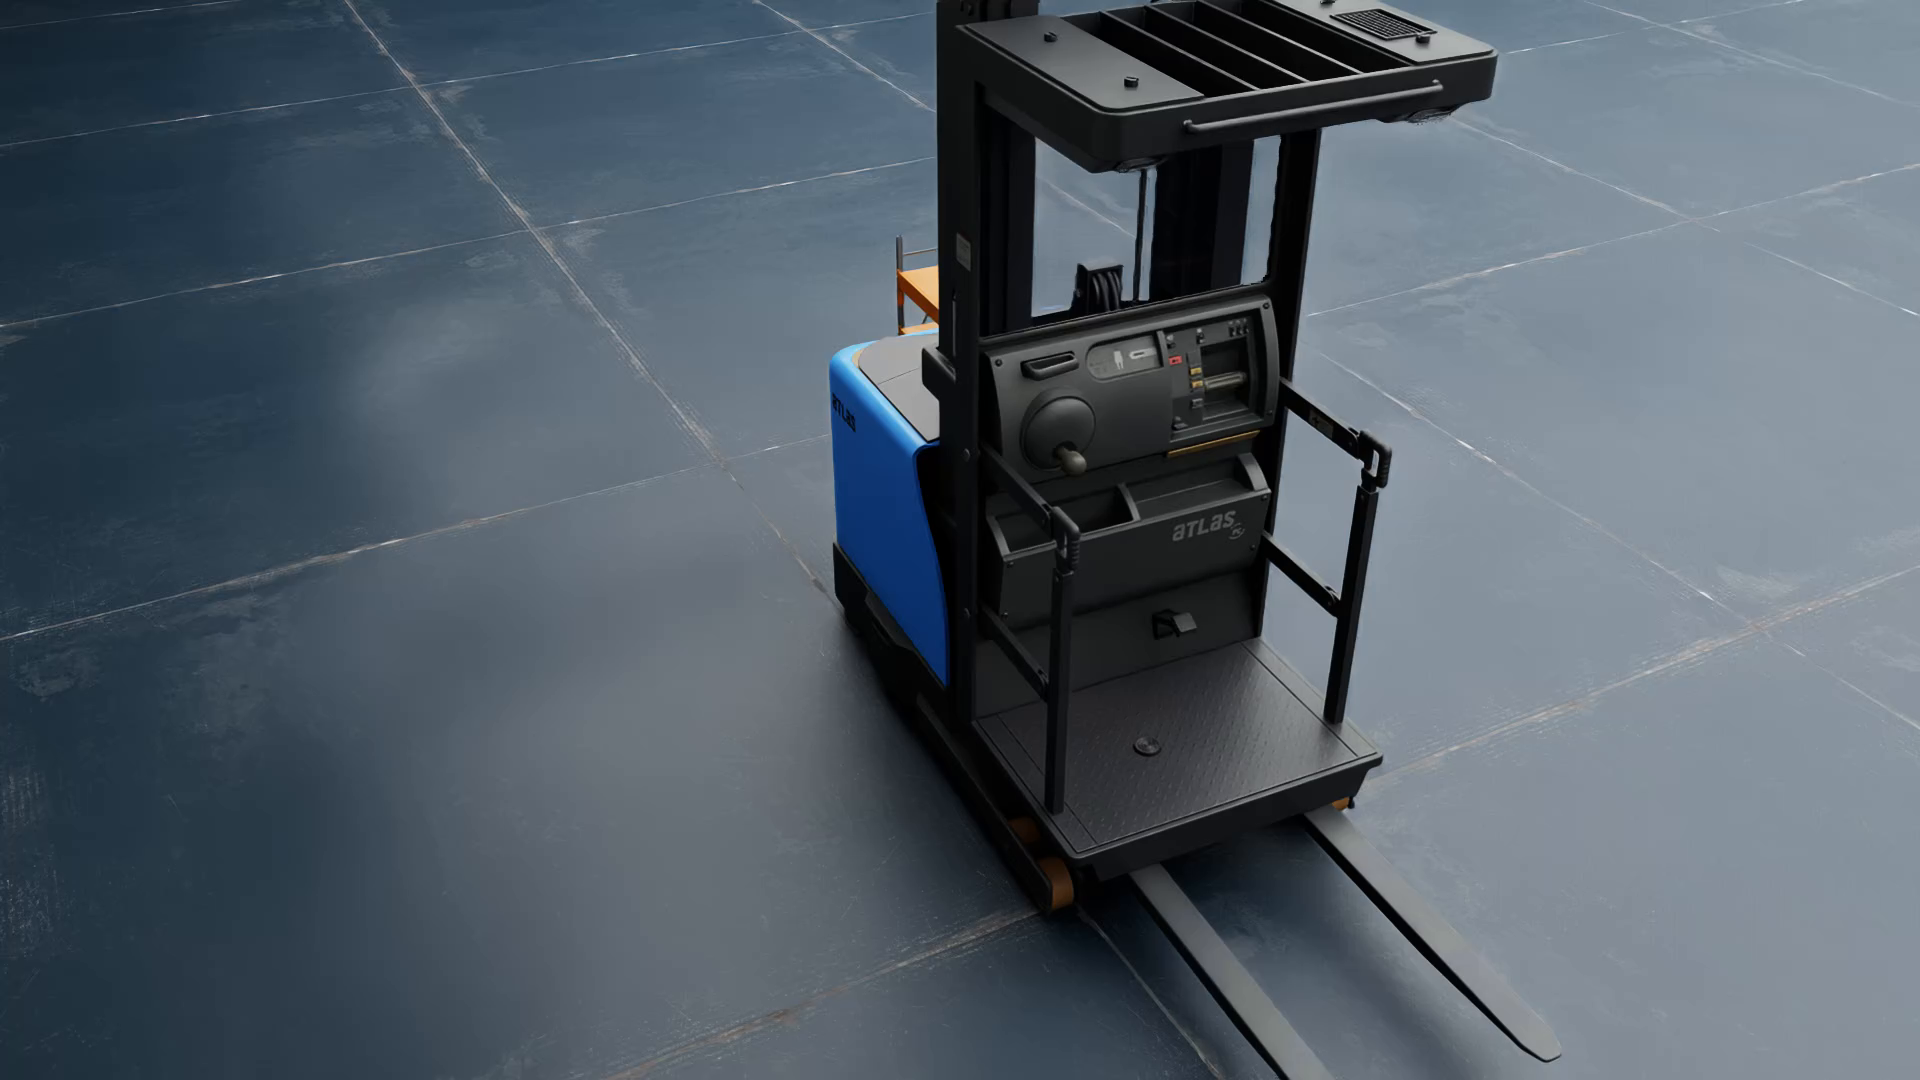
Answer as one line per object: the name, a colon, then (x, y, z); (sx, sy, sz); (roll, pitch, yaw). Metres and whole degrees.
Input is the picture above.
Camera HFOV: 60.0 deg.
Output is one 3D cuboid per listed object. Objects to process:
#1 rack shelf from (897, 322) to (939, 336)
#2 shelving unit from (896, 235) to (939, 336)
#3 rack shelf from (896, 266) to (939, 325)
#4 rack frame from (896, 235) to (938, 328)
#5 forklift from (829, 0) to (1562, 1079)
rack shelf: (-0.029, -0.690, 6.425); (0.258, 0.148, 0.480); (-14, 35, -21)
shelving unit: (-0.029, -0.558, 6.509); (0.258, 1.200, 0.503); (-14, 35, -21)
rack shelf: (-0.029, -0.889, 6.297); (0.258, 0.148, 0.480); (-14, 35, -21)
rack frame: (-0.132, -0.678, 6.695); (0.240, 1.200, 0.015); (-14, 35, -21)
forklift: (0.608, -0.388, 4.639); (1.130, 2.935, 3.031); (-14, 35, -21)
